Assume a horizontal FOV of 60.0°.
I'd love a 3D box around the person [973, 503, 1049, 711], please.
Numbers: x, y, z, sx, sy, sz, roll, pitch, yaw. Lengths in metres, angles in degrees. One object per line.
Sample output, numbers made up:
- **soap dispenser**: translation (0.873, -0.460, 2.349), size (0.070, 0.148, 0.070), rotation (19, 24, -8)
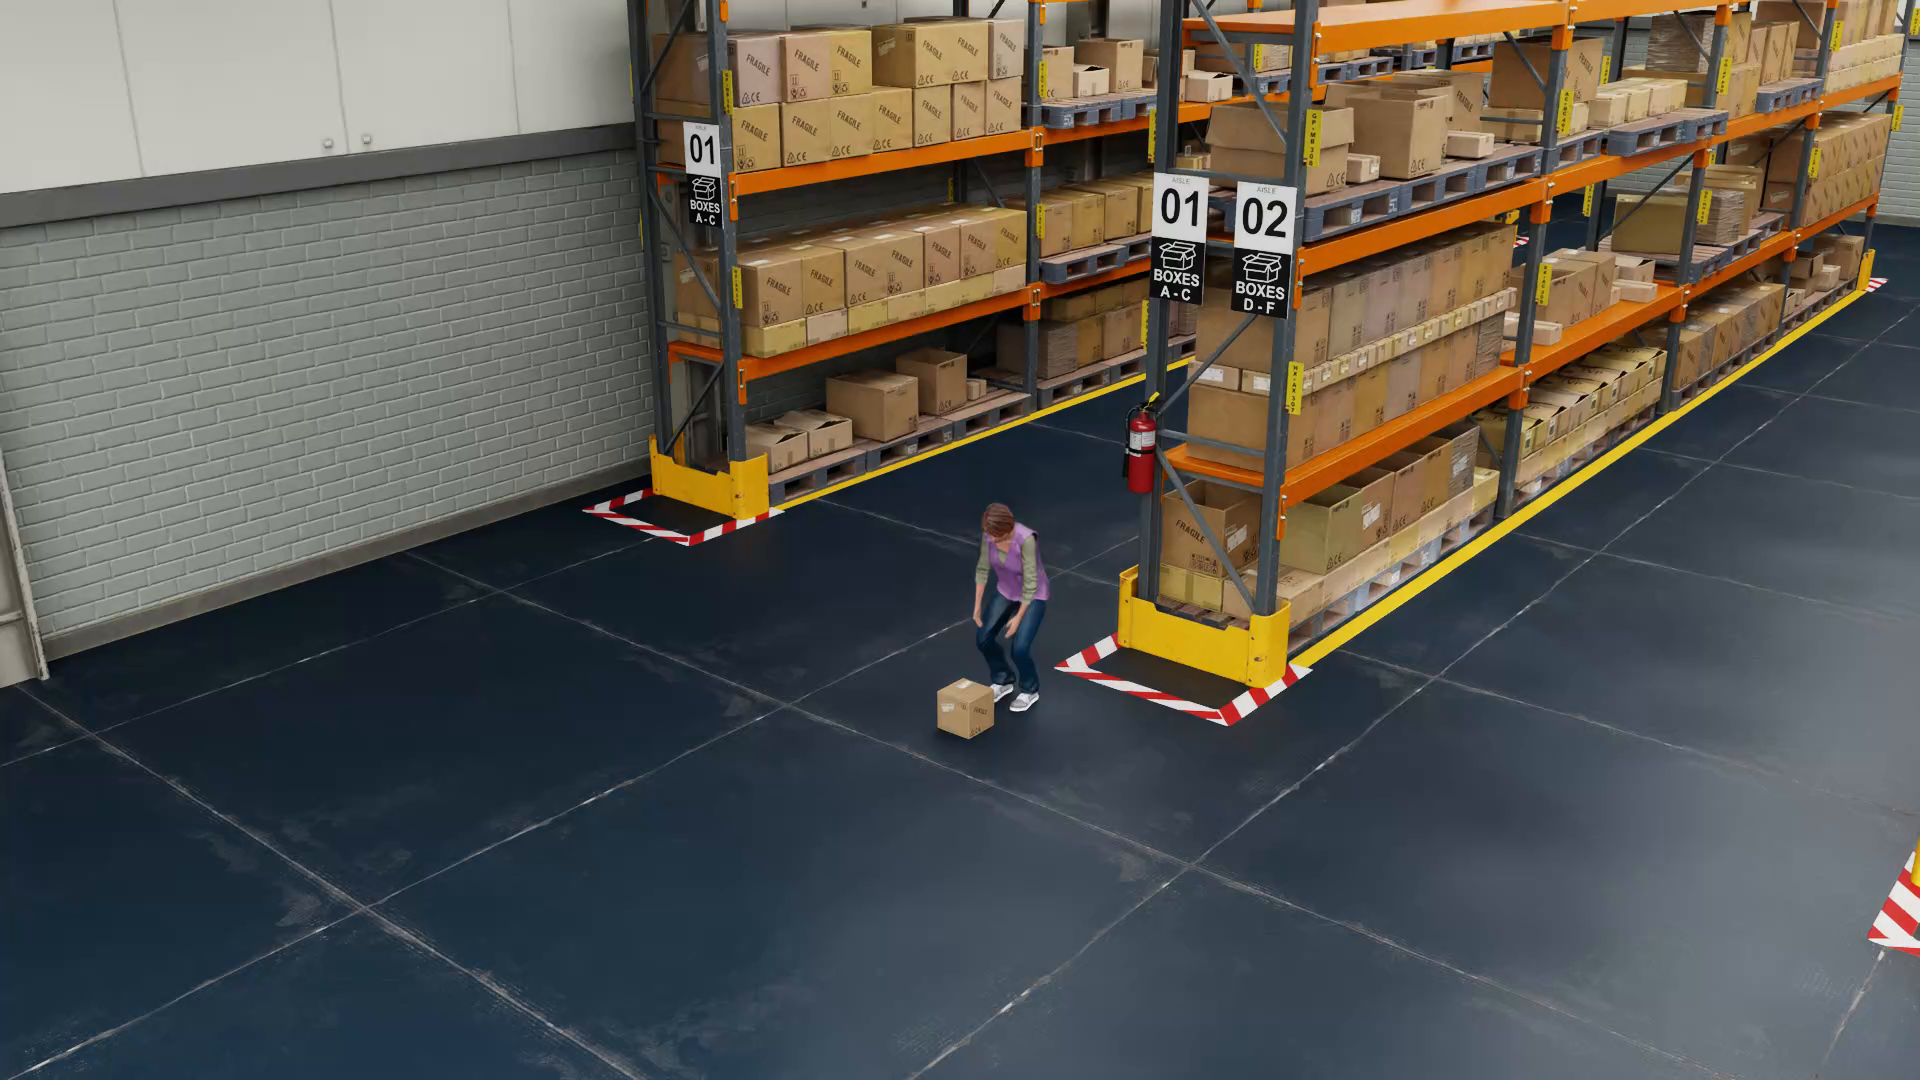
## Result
- **person**: translation (0.332, 0.400, 10.340), size (0.458, 1.385, 0.581), rotation (16, 26, 37)
